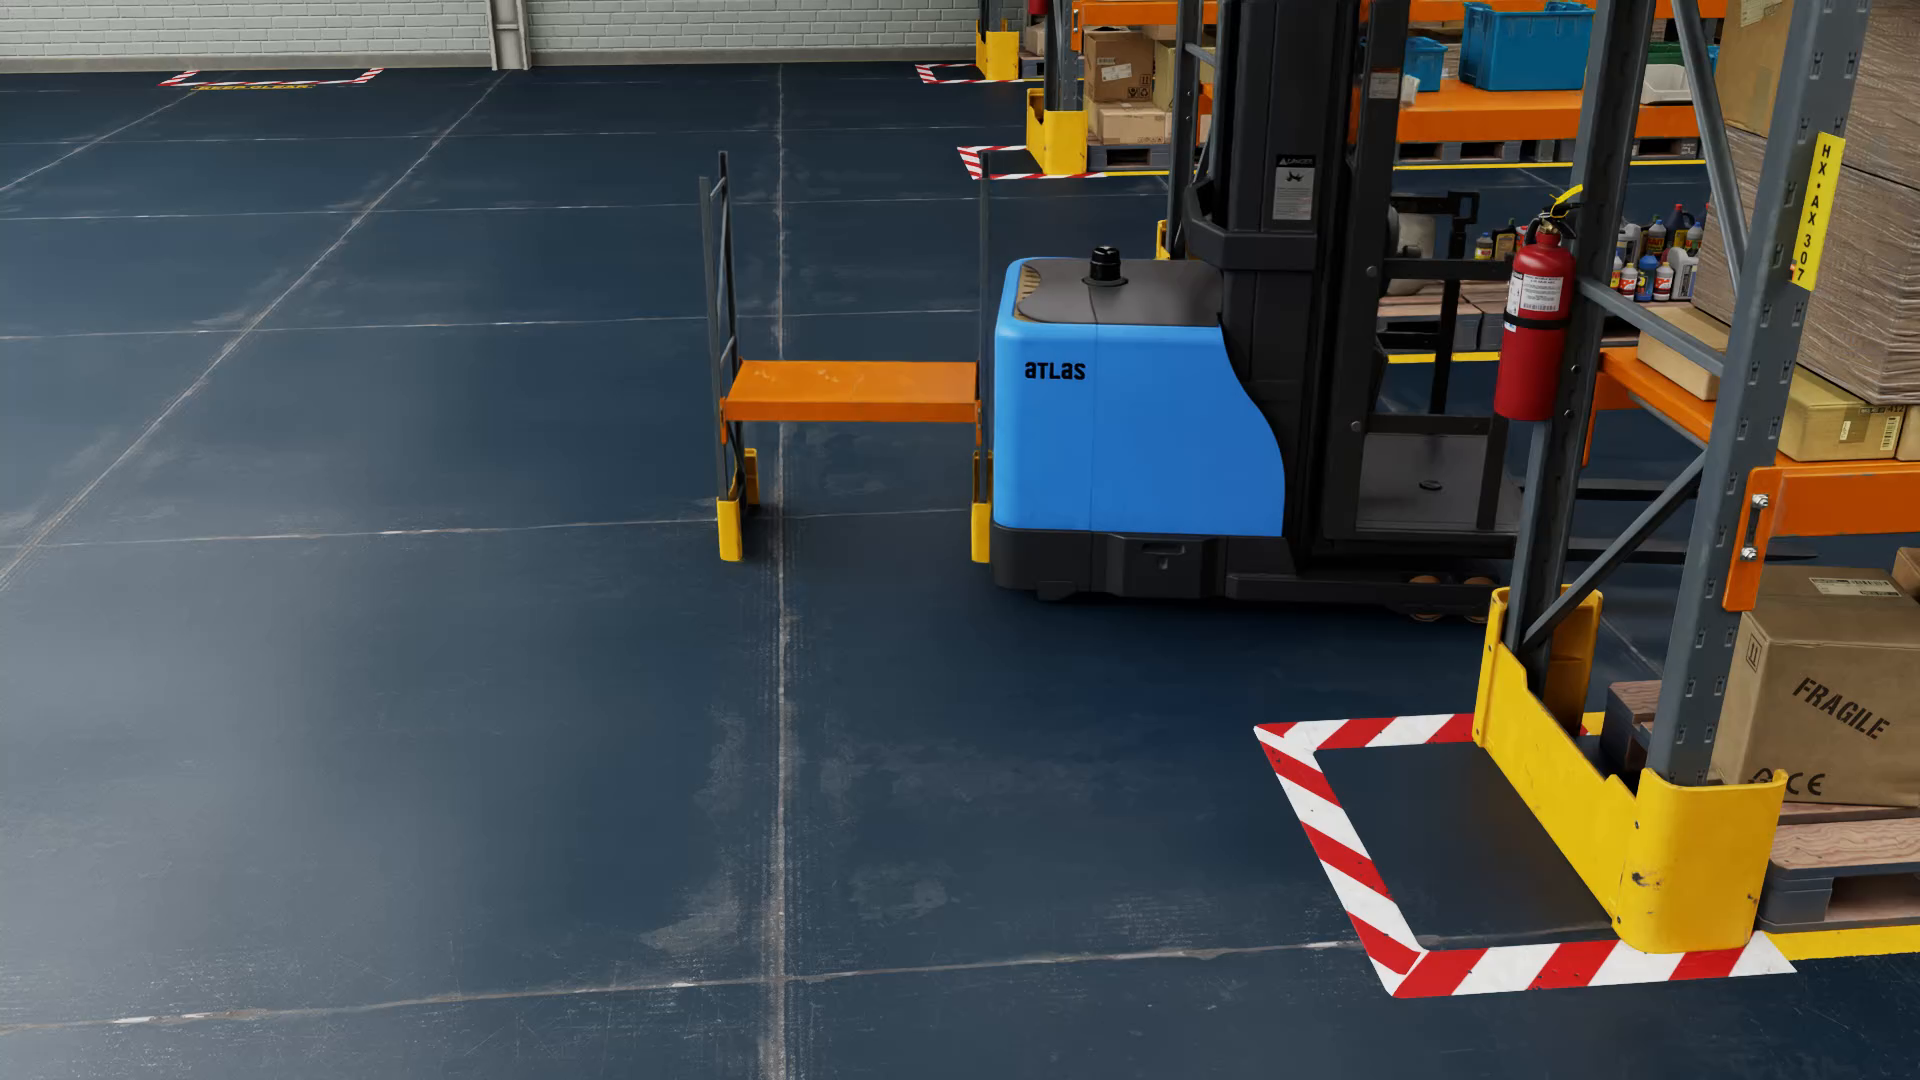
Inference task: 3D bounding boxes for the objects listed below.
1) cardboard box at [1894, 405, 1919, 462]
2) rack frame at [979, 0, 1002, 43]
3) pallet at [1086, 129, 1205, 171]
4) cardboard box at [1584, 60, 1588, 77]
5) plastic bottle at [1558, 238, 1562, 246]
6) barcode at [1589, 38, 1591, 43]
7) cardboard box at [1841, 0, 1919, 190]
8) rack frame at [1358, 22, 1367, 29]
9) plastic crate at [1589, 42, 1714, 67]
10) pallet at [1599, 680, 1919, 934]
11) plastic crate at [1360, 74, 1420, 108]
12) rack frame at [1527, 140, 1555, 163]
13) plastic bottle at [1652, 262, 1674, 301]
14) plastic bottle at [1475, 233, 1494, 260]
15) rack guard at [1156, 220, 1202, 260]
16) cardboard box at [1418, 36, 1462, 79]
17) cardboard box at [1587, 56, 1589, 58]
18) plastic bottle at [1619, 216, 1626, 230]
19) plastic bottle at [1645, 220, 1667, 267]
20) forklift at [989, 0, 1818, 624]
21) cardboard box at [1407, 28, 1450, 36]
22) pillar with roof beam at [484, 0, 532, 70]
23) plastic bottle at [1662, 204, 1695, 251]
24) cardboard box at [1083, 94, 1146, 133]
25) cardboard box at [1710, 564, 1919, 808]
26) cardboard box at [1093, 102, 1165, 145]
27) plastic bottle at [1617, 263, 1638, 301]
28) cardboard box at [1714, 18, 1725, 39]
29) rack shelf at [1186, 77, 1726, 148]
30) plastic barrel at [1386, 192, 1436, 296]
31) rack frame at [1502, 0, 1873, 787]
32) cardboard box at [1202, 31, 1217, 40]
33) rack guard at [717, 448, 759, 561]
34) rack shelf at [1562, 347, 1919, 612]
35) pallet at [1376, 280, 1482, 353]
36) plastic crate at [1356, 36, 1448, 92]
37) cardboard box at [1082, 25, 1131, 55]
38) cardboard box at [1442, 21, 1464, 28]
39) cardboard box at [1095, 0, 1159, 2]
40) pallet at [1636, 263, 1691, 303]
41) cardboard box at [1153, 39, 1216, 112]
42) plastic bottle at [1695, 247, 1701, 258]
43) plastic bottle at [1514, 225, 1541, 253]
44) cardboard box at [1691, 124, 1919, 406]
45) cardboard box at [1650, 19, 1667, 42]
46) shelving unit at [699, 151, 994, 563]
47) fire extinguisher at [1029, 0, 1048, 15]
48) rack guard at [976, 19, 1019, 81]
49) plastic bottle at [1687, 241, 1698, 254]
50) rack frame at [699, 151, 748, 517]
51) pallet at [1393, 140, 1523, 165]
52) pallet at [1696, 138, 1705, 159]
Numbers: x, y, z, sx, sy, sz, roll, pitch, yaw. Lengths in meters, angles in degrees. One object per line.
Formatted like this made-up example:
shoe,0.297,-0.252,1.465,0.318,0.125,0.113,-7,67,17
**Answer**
cardboard box,2.347,-0.334,4.117,0.250,0.149,0.380,-2,24,-5
rack frame,0.329,-6.538,17.765,0.127,3.000,1.000,-2,24,-5
pallet,1.576,-3.309,13.934,1.213,0.211,1.003,-2,24,-5
cardboard box,5.236,-3.803,13.790,0.500,0.311,0.500,-2,24,-5
plastic bottle,3.509,-1.661,9.697,0.097,0.201,0.097,0,24,0
barcode,5.095,-4.035,13.488,0.075,0.075,0.001,-2,24,-5
cardboard box,2.363,-1.082,3.770,0.500,0.500,0.500,-2,24,-5
rack frame,4.309,-6.697,18.125,0.127,3.000,1.000,-2,24,-5
plastic crate,3.905,-2.656,9.293,0.662,0.188,0.450,-2,24,-5
pallet,2.677,0.722,4.866,1.213,0.211,1.003,-2,24,-5
plastic crate,2.225,-2.318,8.598,0.250,0.136,0.298,-2,24,-5
rack frame,4.800,-4.695,13.620,0.127,3.000,1.000,-2,24,-5
plastic bottle,3.881,-1.432,9.182,0.097,0.201,0.097,0,24,0
plastic bottle,3.087,-1.706,9.799,0.097,0.201,0.097,0,24,0
rack guard,1.374,-1.413,9.314,0.348,0.500,1.175,-2,24,-5
cardboard box,3.861,-3.851,13.666,0.500,0.500,0.500,-2,24,-5
cardboard box,5.692,-4.042,14.329,0.500,0.311,0.500,-2,24,-4
plastic bottle,3.828,-1.794,9.814,0.185,0.351,0.144,-2,24,-6
plastic bottle,4.109,-1.754,9.821,0.097,0.271,0.097,0,24,0
forklift,1.653,-1.260,5.975,3.031,2.935,1.130,2,24,4
cardboard box,3.811,-4.058,14.132,0.500,0.500,0.500,-2,24,-5
pillar with roof beam,-4.607,-7.677,12.943,0.400,9.000,9.100,-2,24,-5
plastic bottle,4.251,-1.811,9.852,0.185,0.351,0.144,-3,24,-7
cardboard box,1.324,-3.612,14.051,0.500,0.250,0.500,-2,24,-5
cardboard box,2.412,0.401,4.715,0.500,0.500,0.500,2,24,5
cardboard box,1.375,-3.402,13.580,0.500,0.250,0.500,-2,24,-5
plastic bottle,3.677,-1.424,9.163,0.097,0.201,0.097,0,24,0
cardboard box,9.035,-6.043,18.782,0.750,0.750,0.750,-3,24,-6
rack shelf,3.293,-2.284,9.082,4.000,0.370,1.077,-2,24,-5
plastic barrel,2.449,-1.665,9.350,0.421,0.512,0.421,0,24,0
rack frame,1.789,-0.531,4.252,0.127,3.000,1.000,-2,24,-5
cardboard box,2.318,-4.001,14.004,0.500,0.500,0.500,-2,24,-5
rack guard,-0.902,-0.152,6.785,0.087,0.250,0.587,0,24,1
rack shelf,3.780,-0.282,4.578,4.000,0.370,1.077,-2,24,-5
pallet,2.183,-1.311,9.440,1.213,0.211,1.003,-2,24,-5
plastic crate,2.418,-2.630,9.157,0.408,0.251,0.499,-2,24,-5
cardboard box,1.594,-5.524,18.254,0.500,0.311,0.500,0,24,-1
cardboard box,5.550,-5.833,18.716,0.500,0.500,0.700,-3,24,-6
cardboard box,1.285,-4.595,13.271,0.500,0.500,0.700,-2,24,-5
pallet,4.611,-1.409,9.659,1.213,0.211,1.003,-2,24,-5
cardboard box,1.872,-3.766,13.474,0.500,0.500,0.500,-2,24,-5
plastic bottle,4.158,-1.521,9.198,0.185,0.351,0.144,-2,24,-5
plastic bottle,3.341,-1.739,9.781,0.135,0.276,0.152,-2,24,-5
cardboard box,2.339,-0.724,4.196,0.500,0.500,0.875,-2,24,-5
cardboard box,7.579,-5.866,18.790,0.500,0.500,0.700,-2,24,-4
shelving unit,-0.404,-0.719,6.521,1.083,1.500,0.587,0,24,1
fire extinguisher,0.656,-4.683,13.689,0.183,0.674,0.296,-2,24,-5
rack guard,0.404,-5.398,18.280,0.348,0.500,1.175,-2,24,-5
plastic bottle,4.123,-1.530,9.303,0.133,0.283,0.061,-2,24,-5
rack frame,-0.921,-0.723,6.531,0.032,1.500,0.500,0,24,1
pallet,4.004,-3.406,14.153,1.213,0.211,1.003,-2,24,-5
pallet,6.746,-3.516,14.401,1.213,0.211,1.003,-2,24,-5
